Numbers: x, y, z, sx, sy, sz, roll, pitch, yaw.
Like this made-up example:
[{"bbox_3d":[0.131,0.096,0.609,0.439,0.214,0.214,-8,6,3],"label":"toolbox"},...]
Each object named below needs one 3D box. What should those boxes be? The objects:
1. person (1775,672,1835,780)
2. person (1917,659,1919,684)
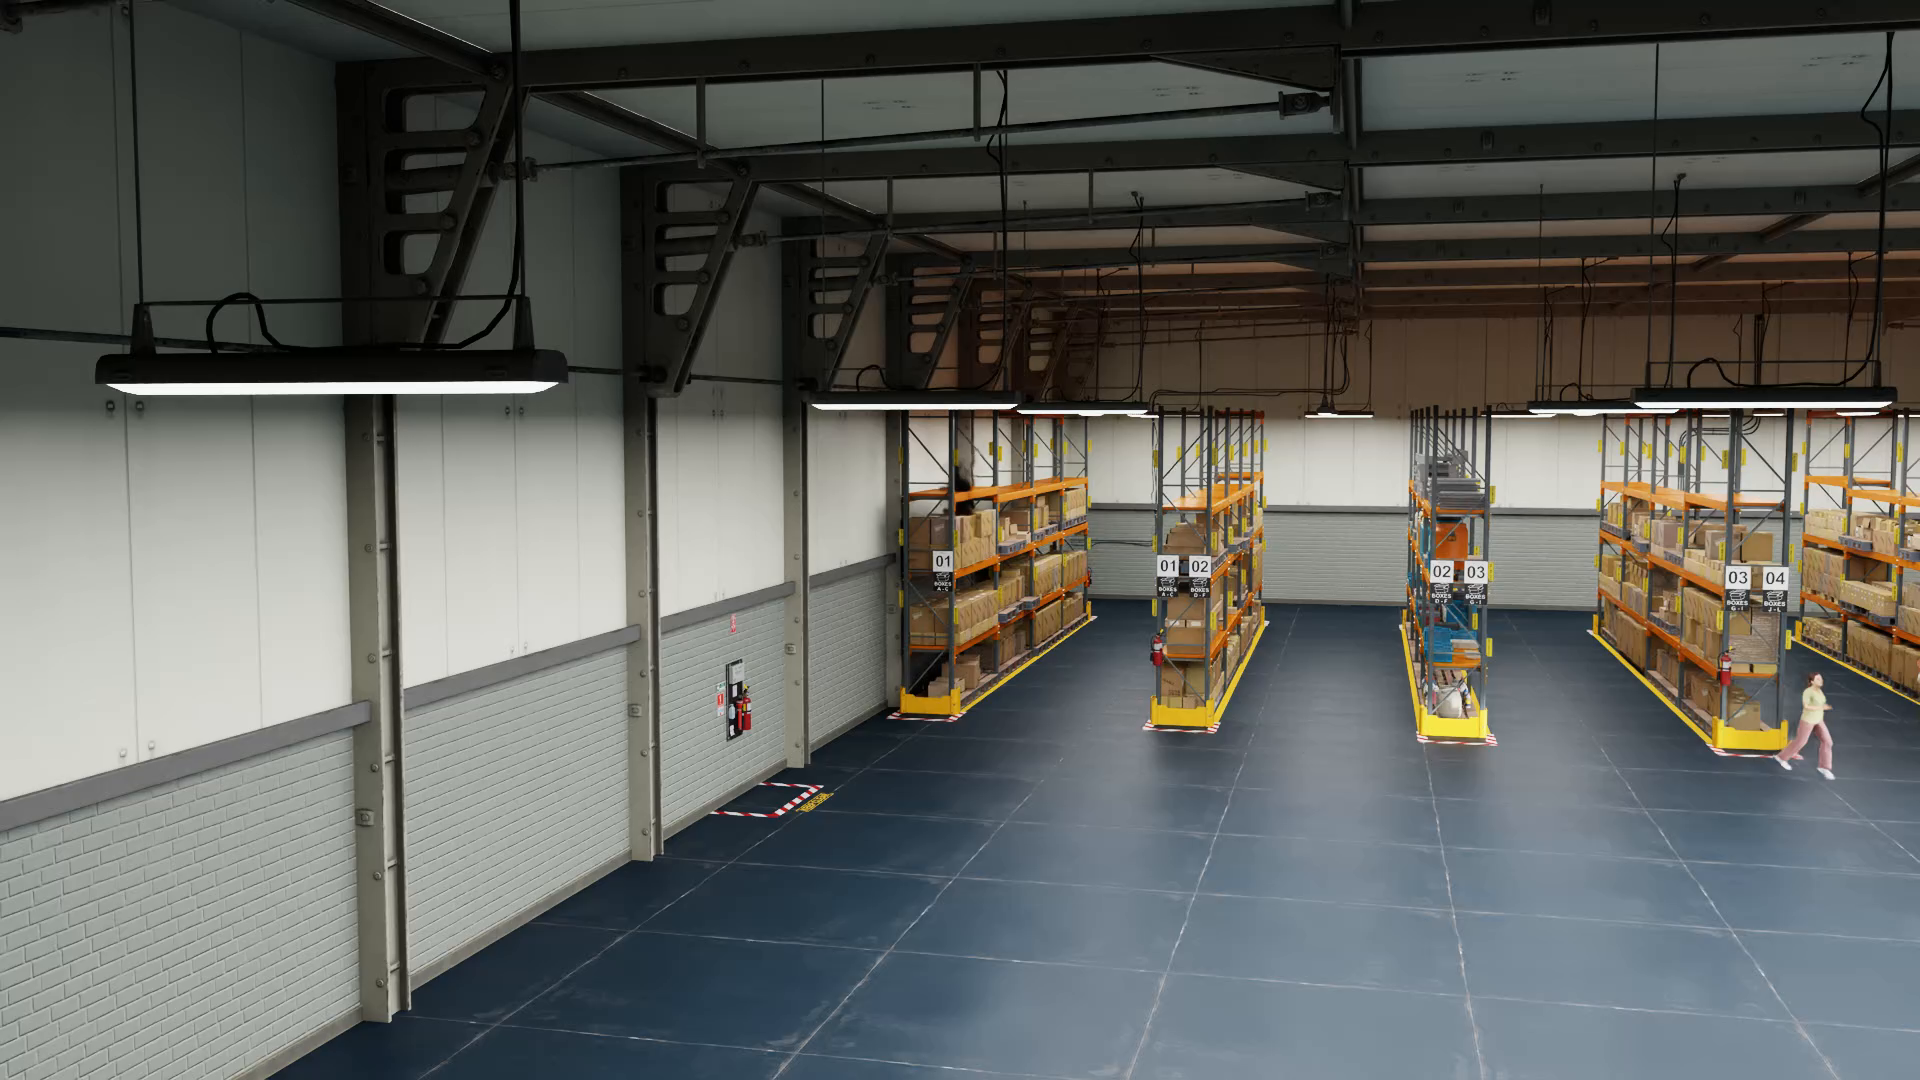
[{"bbox_3d":[13.701,2.962,26.860,0.582,1.708,0.914,-2,5,-30],"label":"person"},{"bbox_3d":[17.735,2.666,30.074,0.642,1.844,0.876,0,4,4],"label":"person"}]
